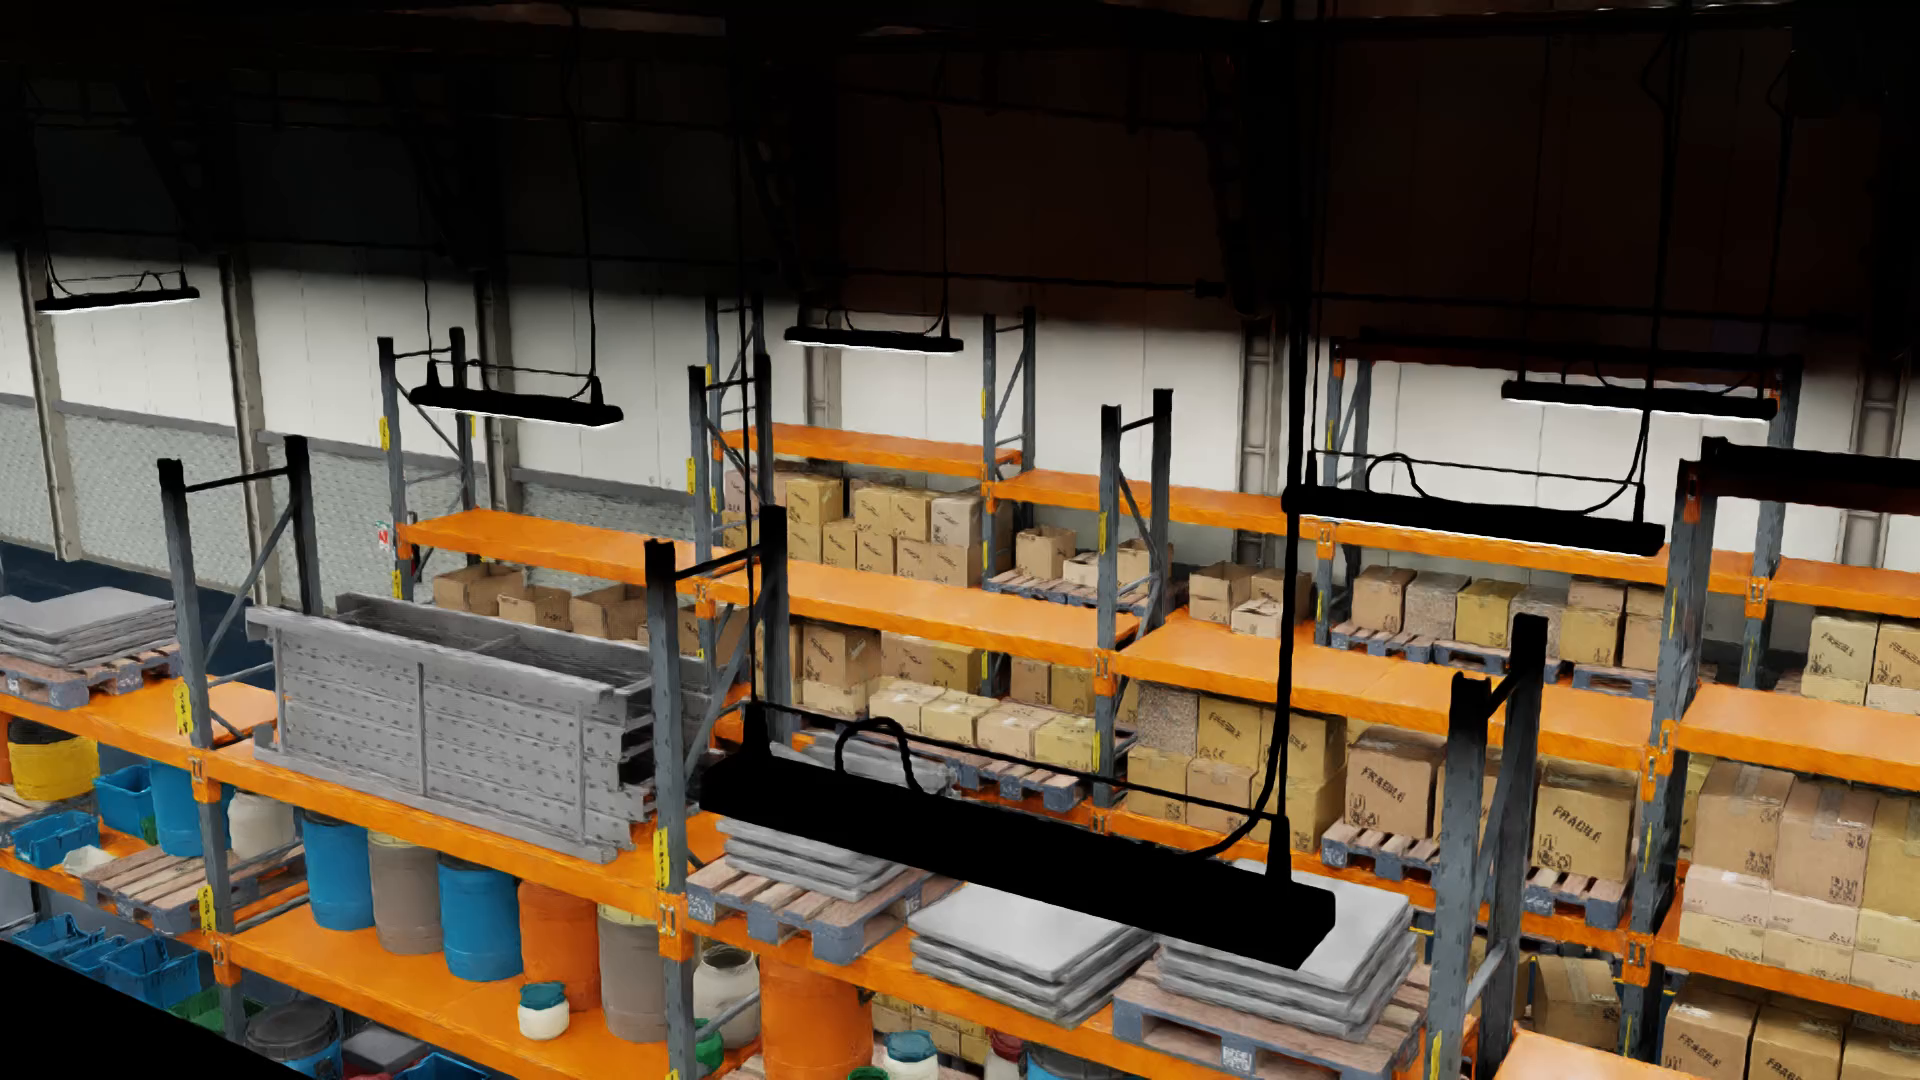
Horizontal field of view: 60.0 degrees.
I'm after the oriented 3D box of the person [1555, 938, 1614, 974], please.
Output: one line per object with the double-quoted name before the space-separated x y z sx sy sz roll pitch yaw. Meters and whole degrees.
"person" 5.755 3.549 15.174 0.644 1.752 0.428 4 14 15
